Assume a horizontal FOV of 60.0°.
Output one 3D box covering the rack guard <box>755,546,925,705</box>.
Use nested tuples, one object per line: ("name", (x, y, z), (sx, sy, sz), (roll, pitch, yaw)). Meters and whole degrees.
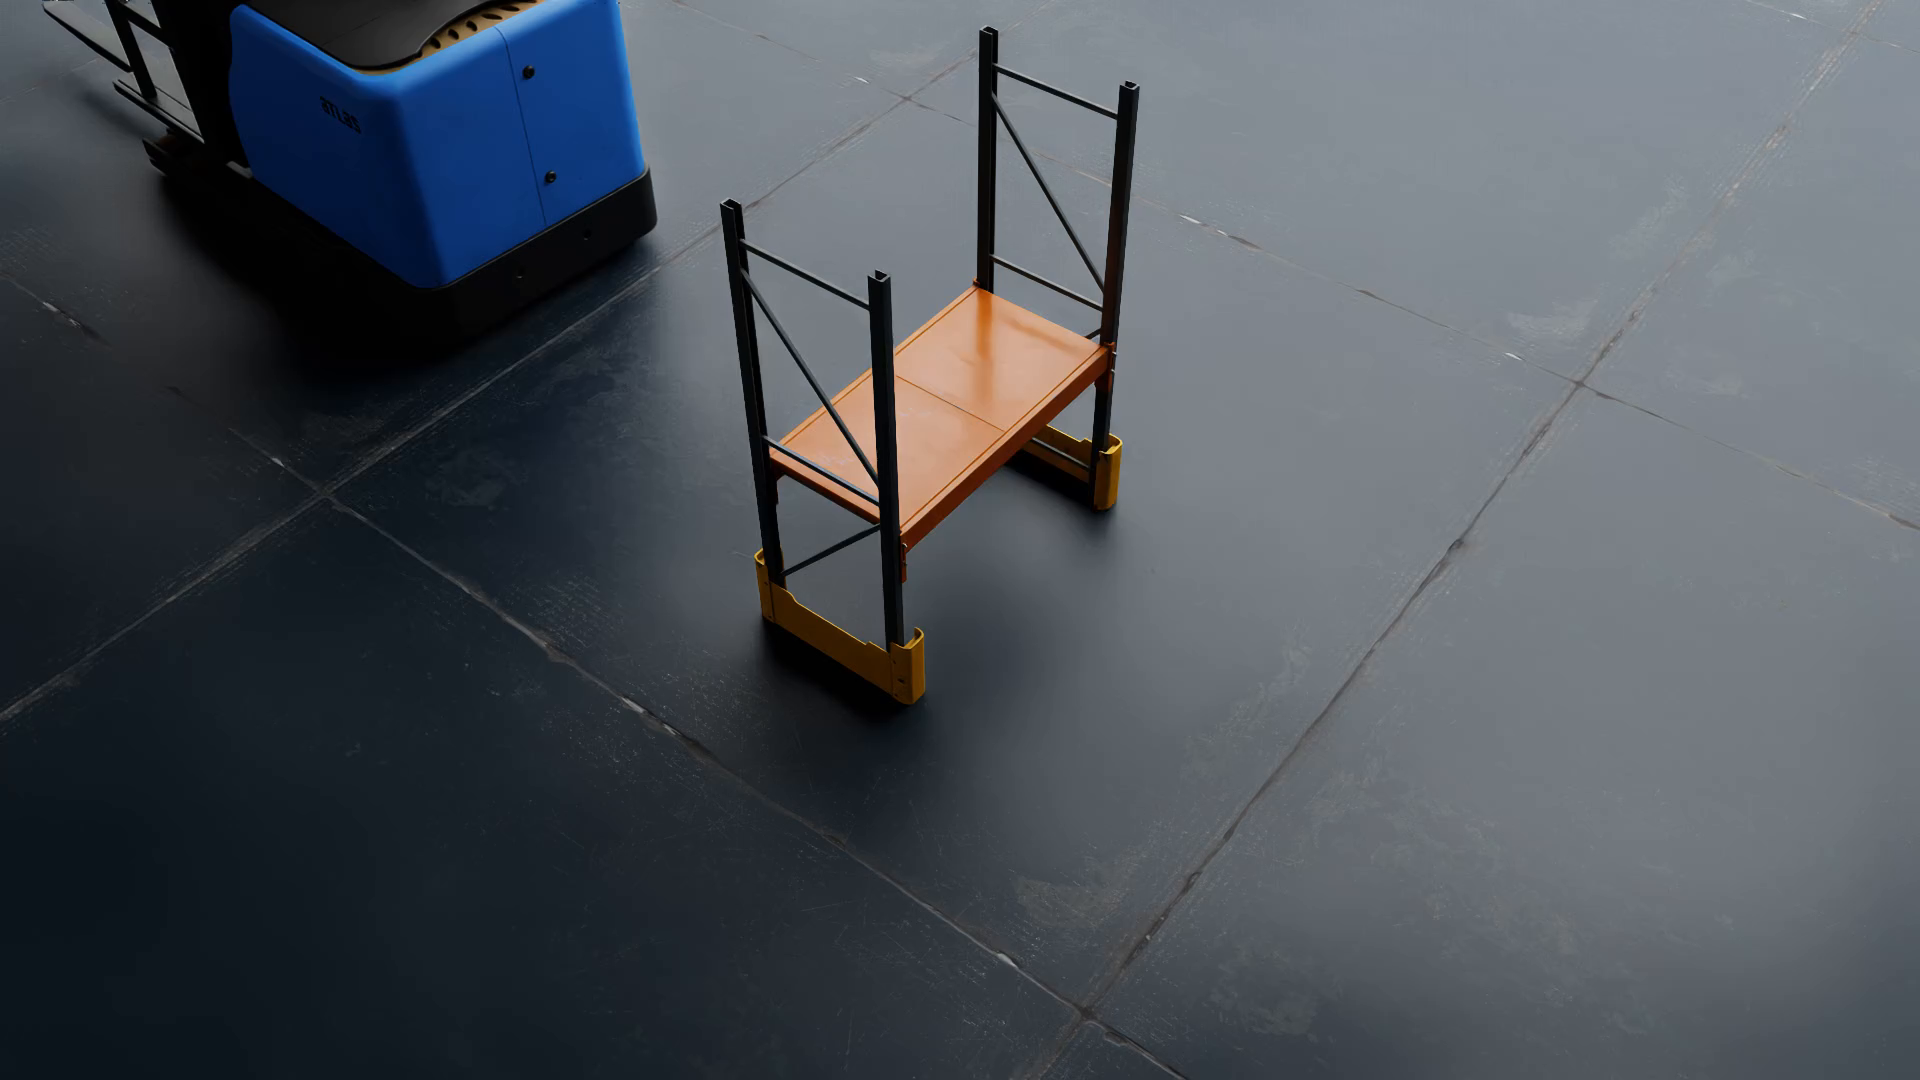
("rack guard", (-0.351, 0.242, 4.846), (0.587, 0.250, 0.087), (29, 53, 25))

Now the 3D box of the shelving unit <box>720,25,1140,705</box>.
("shelving unit", (-0.047, -0.474, 4.666), (0.587, 1.500, 1.083), (29, 53, 25))

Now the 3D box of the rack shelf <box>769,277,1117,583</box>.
("rack shelf", (-0.052, -0.345, 4.791), (0.538, 0.185, 1.000), (29, 53, 25))

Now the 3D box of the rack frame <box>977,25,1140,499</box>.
("rack frame", (0.259, -0.760, 4.939), (0.500, 1.500, 0.032), (29, 53, 25))

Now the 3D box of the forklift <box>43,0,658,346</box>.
("forklift", (-2.585, -2.616, 5.722), (3.031, 2.935, 1.130), (33, 54, 27))

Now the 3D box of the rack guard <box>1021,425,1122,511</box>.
("rack guard", (0.258, -0.328, 5.390), (0.587, 0.250, 0.087), (29, 53, 25))

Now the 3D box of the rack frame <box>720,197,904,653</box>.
("rack frame", (-0.363, -0.178, 4.383), (0.500, 1.500, 0.032), (29, 53, 25))
